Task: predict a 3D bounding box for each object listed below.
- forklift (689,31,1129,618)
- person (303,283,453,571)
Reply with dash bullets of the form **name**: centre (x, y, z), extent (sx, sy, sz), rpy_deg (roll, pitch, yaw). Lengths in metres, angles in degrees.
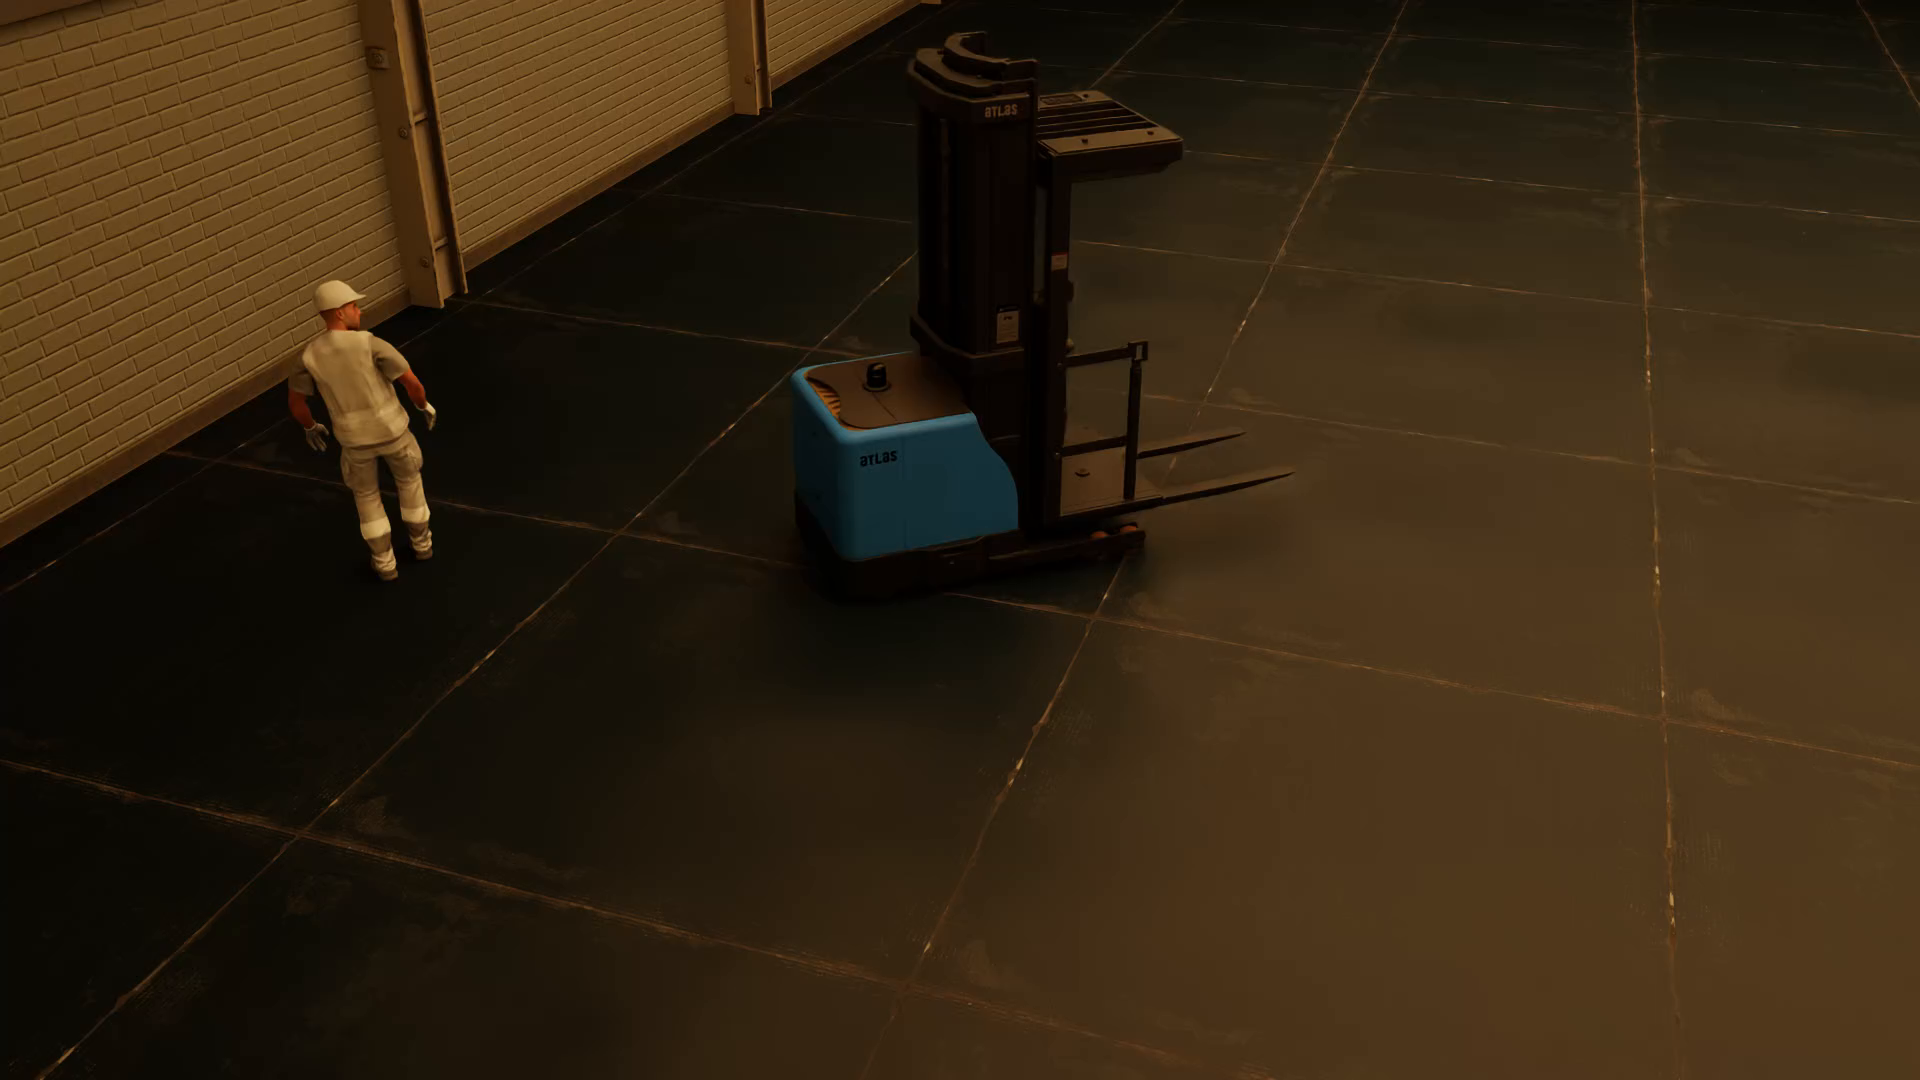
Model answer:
- **forklift**: centre (-0.459, -1.460, 9.697), extent (3.031, 2.935, 1.130), rpy_deg (25, 38, 36)
- **person**: centre (-3.325, -0.660, 9.433), extent (0.637, 1.786, 0.566), rpy_deg (-8, 31, -13)
